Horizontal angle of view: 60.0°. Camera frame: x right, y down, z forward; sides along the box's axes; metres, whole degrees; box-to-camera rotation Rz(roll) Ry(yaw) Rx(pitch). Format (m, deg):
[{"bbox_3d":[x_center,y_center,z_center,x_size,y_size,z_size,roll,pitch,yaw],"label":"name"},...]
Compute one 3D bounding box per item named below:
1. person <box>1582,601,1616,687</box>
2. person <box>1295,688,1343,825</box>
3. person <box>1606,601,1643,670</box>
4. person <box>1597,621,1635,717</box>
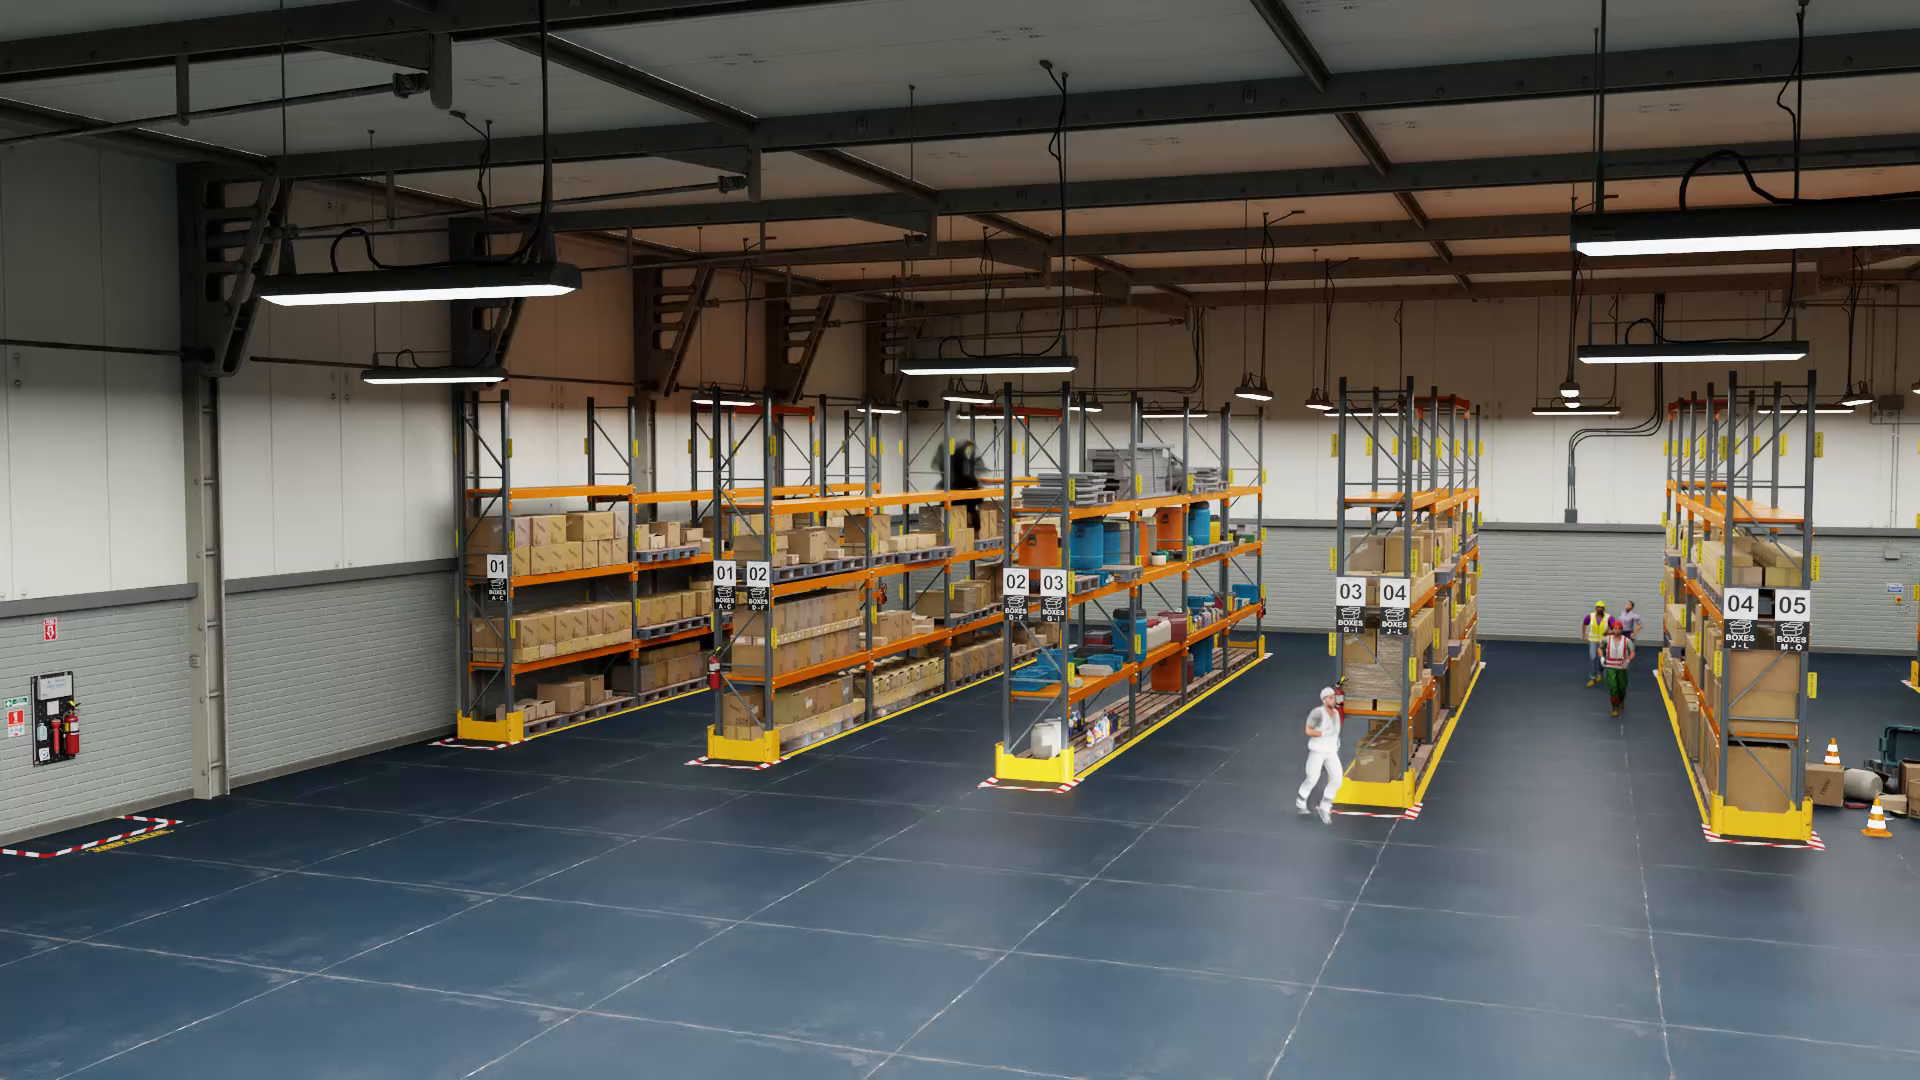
[{"bbox_3d":[13.522,2.169,35.163,0.715,1.776,0.903,1,3,24],"label":"person"},{"bbox_3d":[4.897,2.893,22.342,0.647,1.834,0.743,-1,3,-25],"label":"person"},{"bbox_3d":[14.994,2.154,37.384,0.741,1.590,0.662,-1,3,-25],"label":"person"},{"bbox_3d":[12.310,2.402,31.211,0.667,1.766,0.741,1,3,22],"label":"person"}]
